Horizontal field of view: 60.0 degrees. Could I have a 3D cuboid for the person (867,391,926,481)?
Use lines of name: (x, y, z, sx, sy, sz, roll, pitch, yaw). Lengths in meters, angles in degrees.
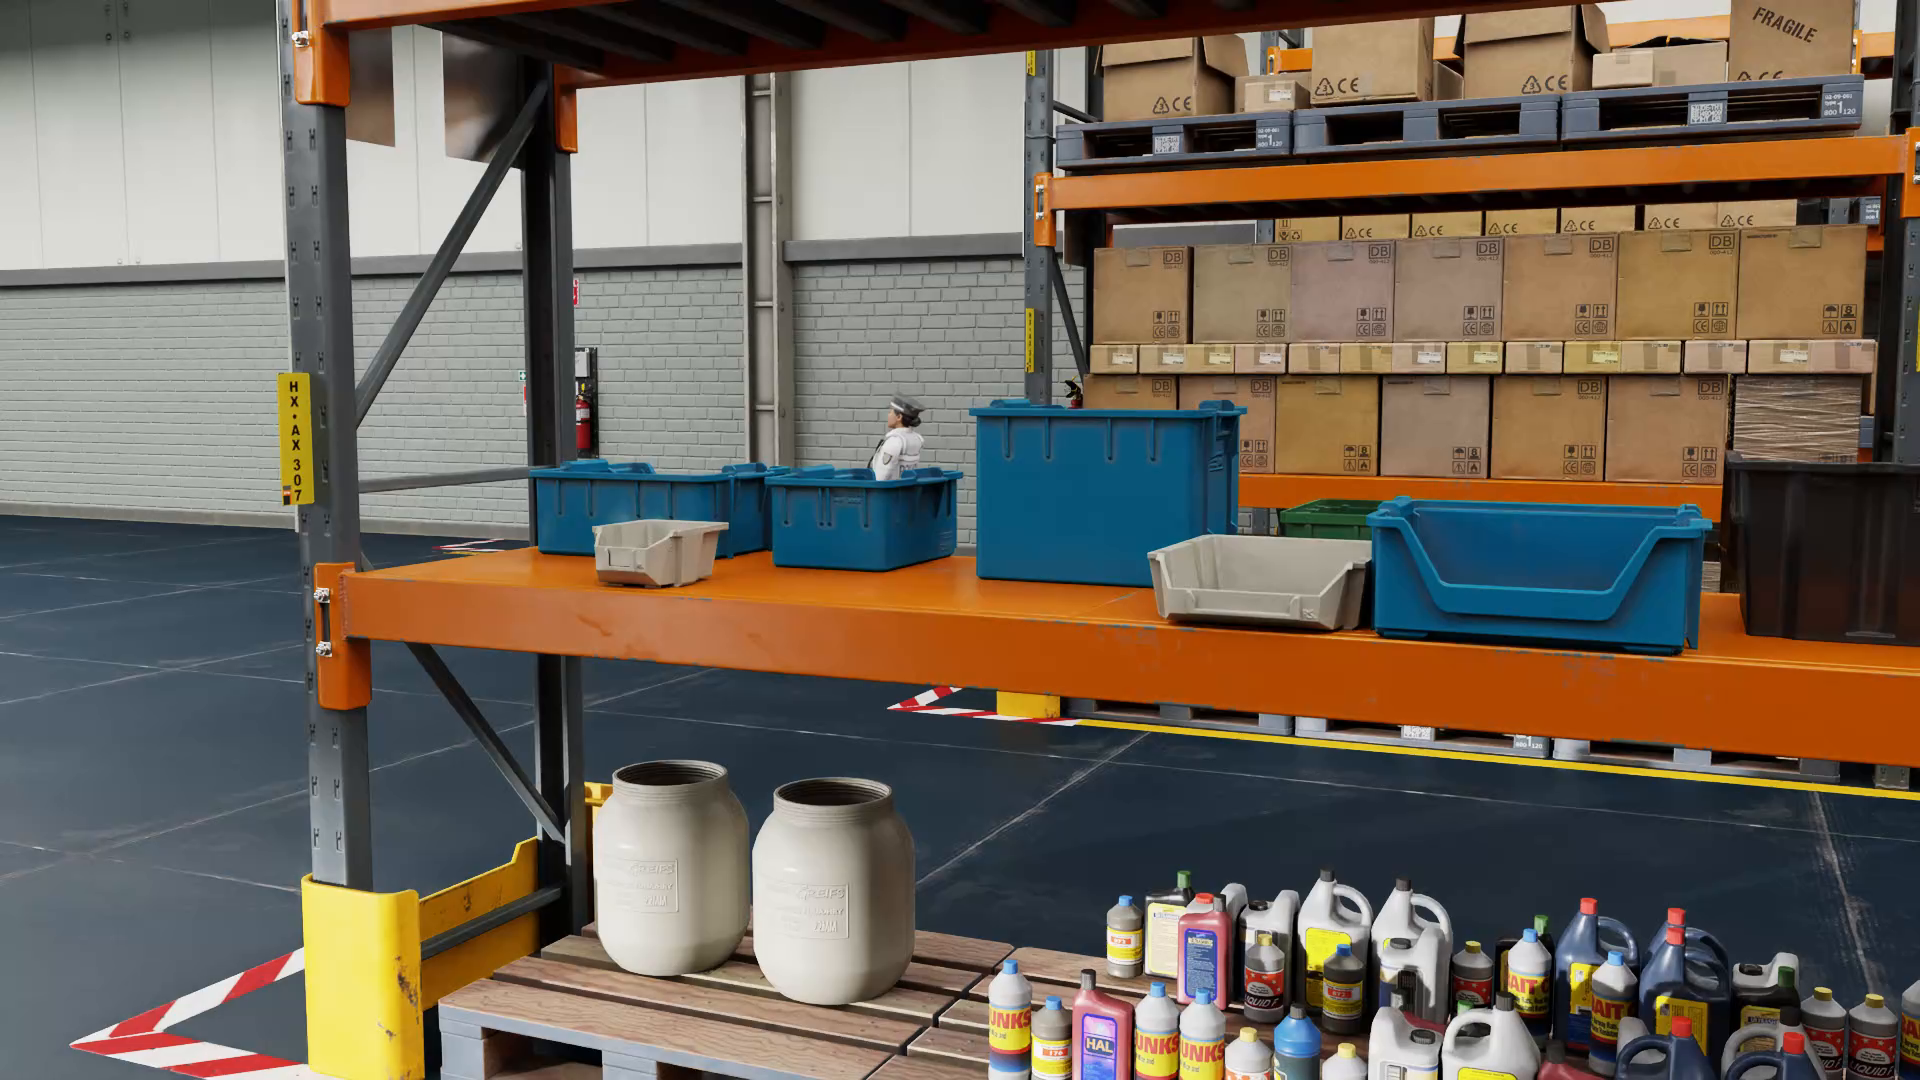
person: (-0.507, -0.213, 11.782, 0.563, 1.687, 0.461, 3, 6, 24)
